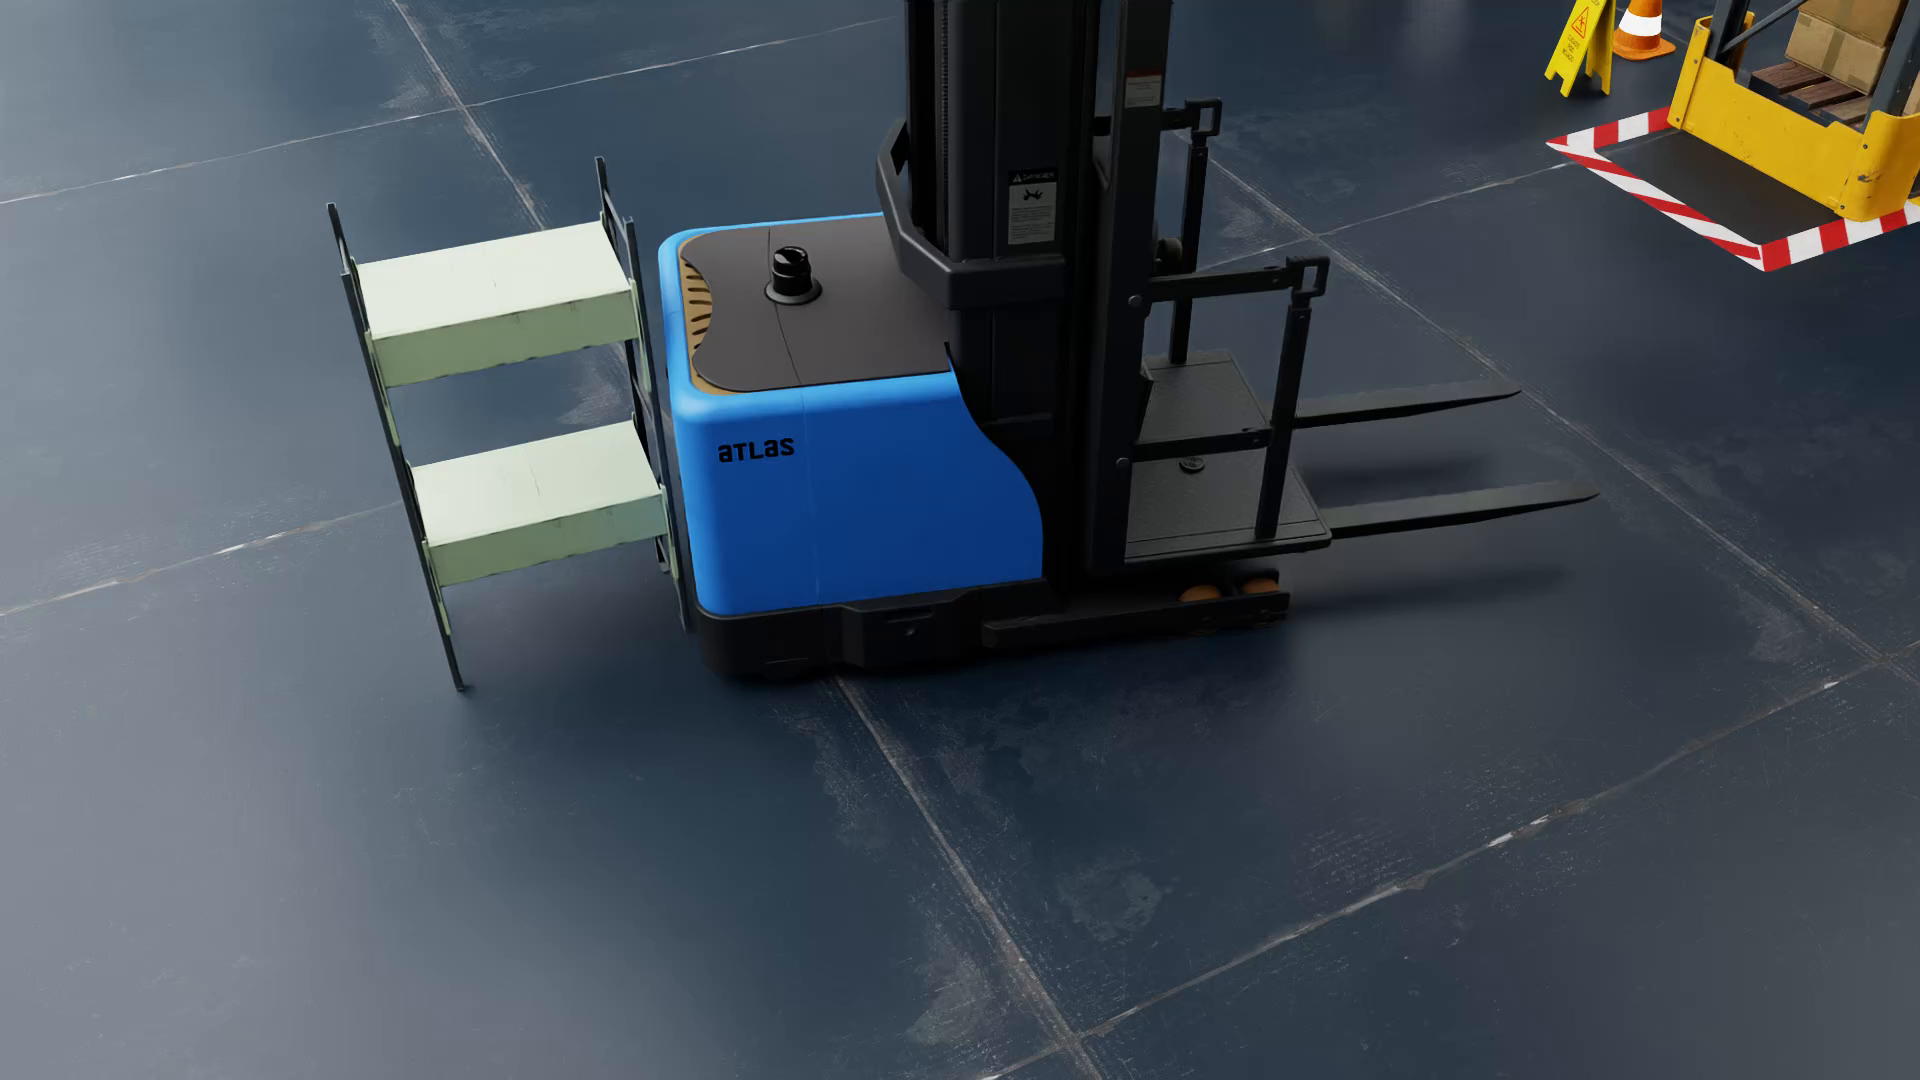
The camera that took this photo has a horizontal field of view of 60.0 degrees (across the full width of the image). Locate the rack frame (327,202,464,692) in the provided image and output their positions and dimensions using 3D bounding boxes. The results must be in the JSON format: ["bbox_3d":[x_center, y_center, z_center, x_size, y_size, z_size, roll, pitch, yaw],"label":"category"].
[{"bbox_3d":[-1.634,-0.222,4.852,0.023,1.500,0.400,-14,42,-16],"label":"rack frame"}]

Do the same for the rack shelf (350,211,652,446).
[{"bbox_3d":[-1.293,-0.606,4.701,0.720,0.370,0.431,-14,42,-16],"label":"rack shelf"}]

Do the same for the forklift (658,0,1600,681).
[{"bbox_3d":[0.606,-1.141,4.829,3.031,2.935,1.130,-7,41,-8],"label":"forklift"}]

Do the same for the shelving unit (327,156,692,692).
[{"bbox_3d":[-1.293,-0.308,4.953,0.755,1.500,0.431,-14,42,-16],"label":"shelving unit"}]

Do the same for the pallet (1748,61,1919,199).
[{"bbox_3d":[4.617,-2.094,8.061,1.213,0.211,1.003,-19,44,-21],"label":"pallet"}]

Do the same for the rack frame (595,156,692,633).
[{"bbox_3d":[-0.952,-0.394,5.054,0.023,1.500,0.400,-14,42,-16],"label":"rack frame"}]

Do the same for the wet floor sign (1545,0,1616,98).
[{"bbox_3d":[3.150,-2.572,8.288,0.232,0.644,0.267,-5,40,-6],"label":"wet floor sign"}]

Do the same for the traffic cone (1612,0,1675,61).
[{"bbox_3d":[3.598,-2.813,8.715,0.334,0.463,0.336,-19,44,-21],"label":"traffic cone"}]

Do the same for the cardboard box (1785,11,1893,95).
[{"bbox_3d":[4.427,-2.427,8.099,0.500,0.250,0.500,-19,44,-21],"label":"cardboard box"}]

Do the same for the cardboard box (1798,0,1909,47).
[{"bbox_3d":[4.403,-2.699,7.840,0.500,0.500,0.500,-18,44,-20],"label":"cardboard box"}]

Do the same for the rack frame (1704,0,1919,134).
[{"bbox_3d":[3.813,-2.914,6.870,0.127,3.000,1.000,-19,44,-21],"label":"rack frame"}]

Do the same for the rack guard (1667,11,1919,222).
[{"bbox_3d":[3.880,-1.982,7.705,0.348,0.500,1.175,-19,44,-21],"label":"rack guard"}]

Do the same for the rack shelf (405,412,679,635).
[{"bbox_3d":[-1.293,-0.059,5.164,0.720,0.370,0.431,-14,42,-16],"label":"rack shelf"}]

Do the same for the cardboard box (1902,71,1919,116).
[{"bbox_3d":[4.656,-2.107,7.720,0.500,0.250,0.500,-19,44,-21],"label":"cardboard box"}]
